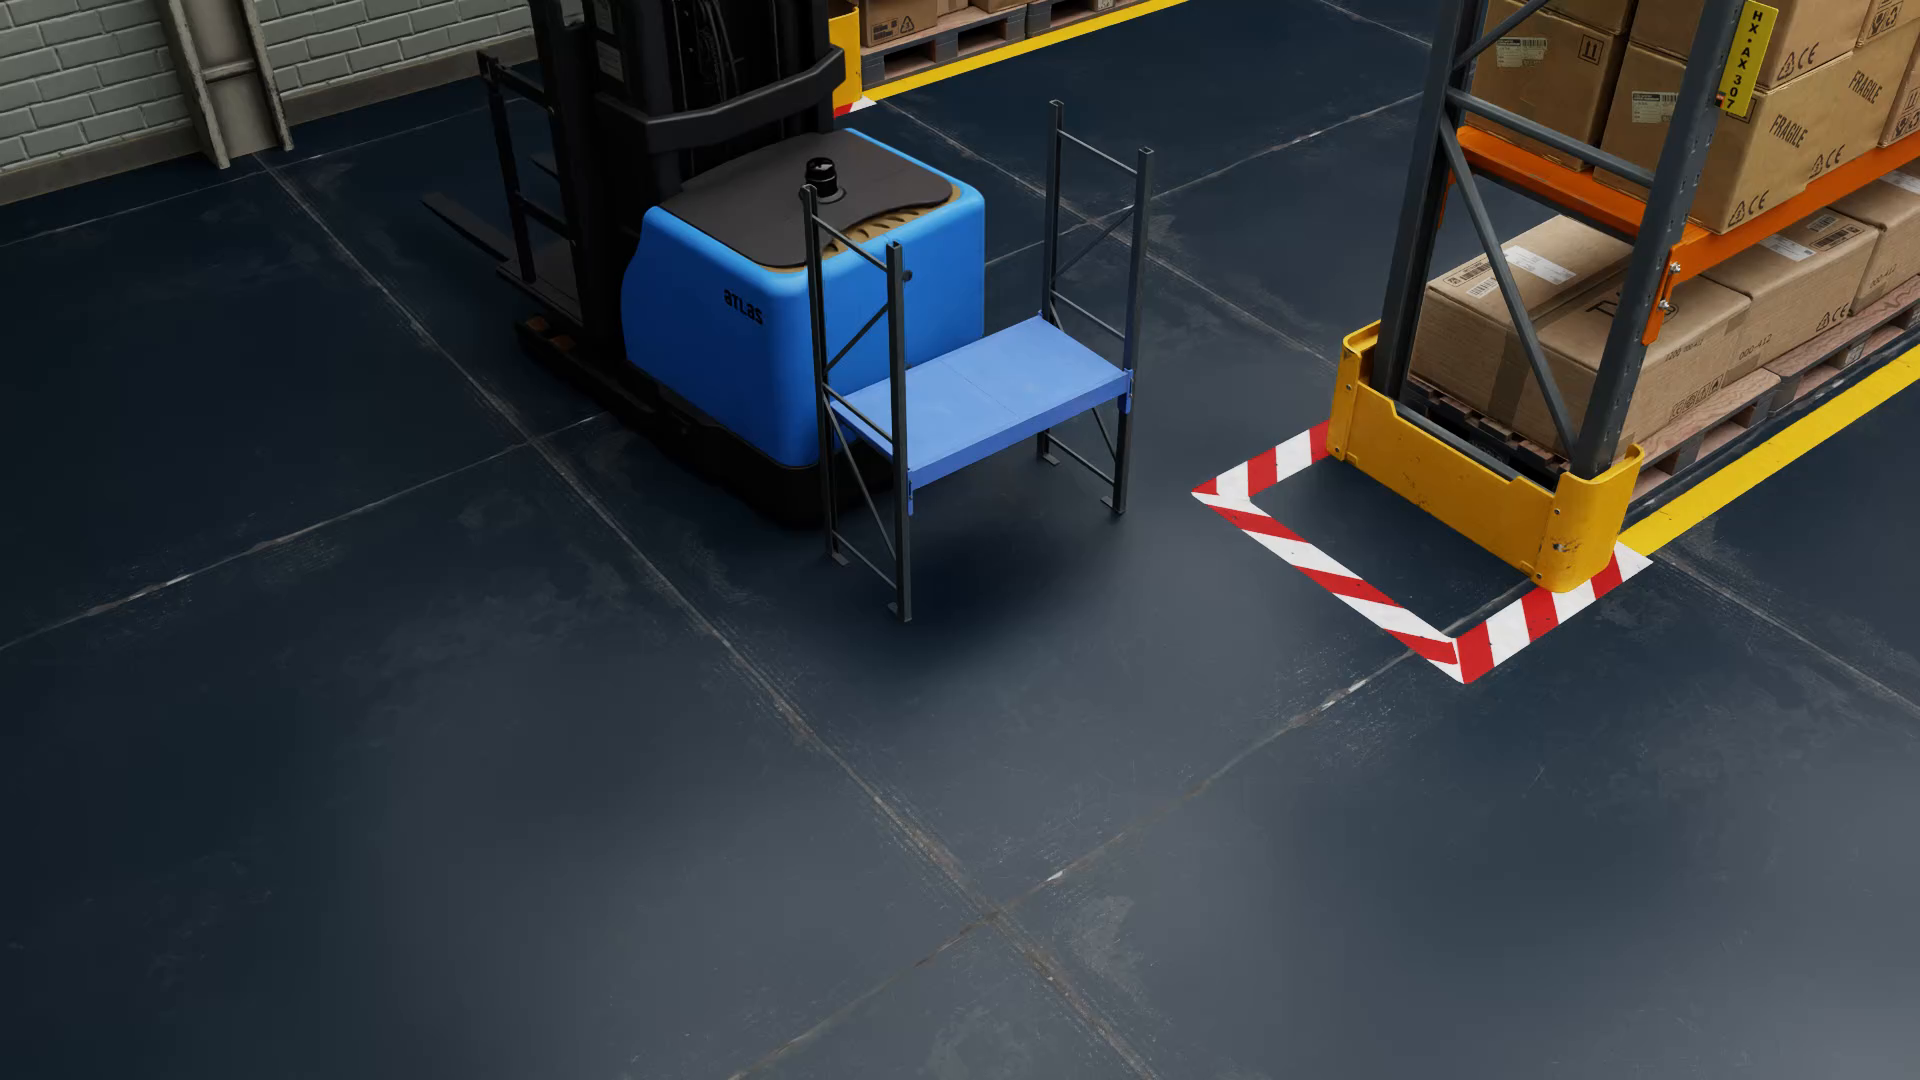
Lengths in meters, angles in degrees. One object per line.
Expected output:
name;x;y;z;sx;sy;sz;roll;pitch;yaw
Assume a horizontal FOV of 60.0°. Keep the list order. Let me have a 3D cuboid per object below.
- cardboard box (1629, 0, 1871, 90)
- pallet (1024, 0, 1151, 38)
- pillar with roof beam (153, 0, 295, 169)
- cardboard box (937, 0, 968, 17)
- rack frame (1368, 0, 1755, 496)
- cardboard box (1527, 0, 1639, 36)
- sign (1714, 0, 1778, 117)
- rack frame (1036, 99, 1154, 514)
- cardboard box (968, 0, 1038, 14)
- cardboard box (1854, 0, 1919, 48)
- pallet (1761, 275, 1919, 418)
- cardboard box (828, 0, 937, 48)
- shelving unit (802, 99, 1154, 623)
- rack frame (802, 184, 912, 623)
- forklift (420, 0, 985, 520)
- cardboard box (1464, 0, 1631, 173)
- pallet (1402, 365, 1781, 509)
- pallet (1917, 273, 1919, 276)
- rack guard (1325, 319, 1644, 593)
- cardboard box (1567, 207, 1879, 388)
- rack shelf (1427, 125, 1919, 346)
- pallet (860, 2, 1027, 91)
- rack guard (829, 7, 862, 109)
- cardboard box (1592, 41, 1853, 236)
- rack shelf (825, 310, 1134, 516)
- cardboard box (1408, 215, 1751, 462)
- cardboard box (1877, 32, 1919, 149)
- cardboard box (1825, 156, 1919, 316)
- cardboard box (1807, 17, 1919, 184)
cardboard box;2.511;-1.787;5.196;0.500;0.500;0.500;-27;46;-29
pallet;0.588;-3.542;10.402;1.213;0.211;1.003;-26;46;-28
pillar with roof beam;-1.134;-3.380;3.275;0.400;9.000;9.100;-26;46;-28
cardboard box;-0.167;-3.207;9.711;0.250;0.149;0.380;-28;47;-30
rack frame;1.957;-1.319;5.493;0.127;3.000;1.000;-26;46;-28
cardboard box;2.194;-2.050;5.517;0.500;0.500;0.500;-24;45;-27
sign;2.291;-1.403;4.850;0.005;0.325;0.100;-26;46;-28
rack frame;0.471;-0.809;6.054;0.032;1.500;0.500;-26;46;-28
cardboard box;0.174;-3.509;9.803;0.500;0.500;0.700;-24;45;-26
cardboard box;2.917;-1.990;5.443;0.500;0.500;0.500;-27;47;-29
pallet;3.510;-1.058;7.374;1.213;0.211;1.003;-26;46;-28
cardboard box;-0.528;-3.200;9.423;0.637;0.503;0.797;-28;47;-30
shelving unit;0.068;-0.613;5.815;1.048;1.500;0.538;-26;46;-28
rack frame;-0.335;-0.416;5.575;0.032;1.500;0.500;-26;46;-28
forklift;-1.275;-2.046;6.433;1.130;2.935;3.031;-31;49;-32
cardboard box;2.179;-1.677;5.851;0.500;0.500;0.500;-26;46;-28
pallet;2.544;-0.589;6.802;1.213;0.211;1.003;-26;46;-28
pallet;4.478;-1.532;7.952;1.213;0.211;1.003;-26;46;-28
rack guard;1.938;-0.343;6.274;0.348;0.500;1.175;-26;46;-28
cardboard box;3.140;-1.154;6.981;0.875;0.438;0.875;-25;45;-27
rack shelf;3.543;-1.814;6.663;4.000;0.370;1.077;-26;46;-28
pallet;-0.378;-3.074;9.830;1.213;0.211;1.003;-26;46;-28
rack guard;-1.010;-2.877;9.363;0.348;0.500;1.175;-26;46;-28
cardboard box;2.513;-1.399;5.511;0.500;0.500;0.500;-26;46;-28
rack shelf;0.068;-0.474;5.929;1.000;0.185;0.538;-26;46;-28
cardboard box;2.420;-0.796;6.545;0.875;0.438;0.875;-28;47;-29
cardboard box;3.311;-1.796;5.995;0.500;0.500;0.500;-26;46;-28
cardboard box;3.856;-1.502;7.405;0.875;0.438;0.875;-27;47;-29
cardboard box;2.897;-1.608;5.767;0.500;0.500;0.500;-27;46;-29
